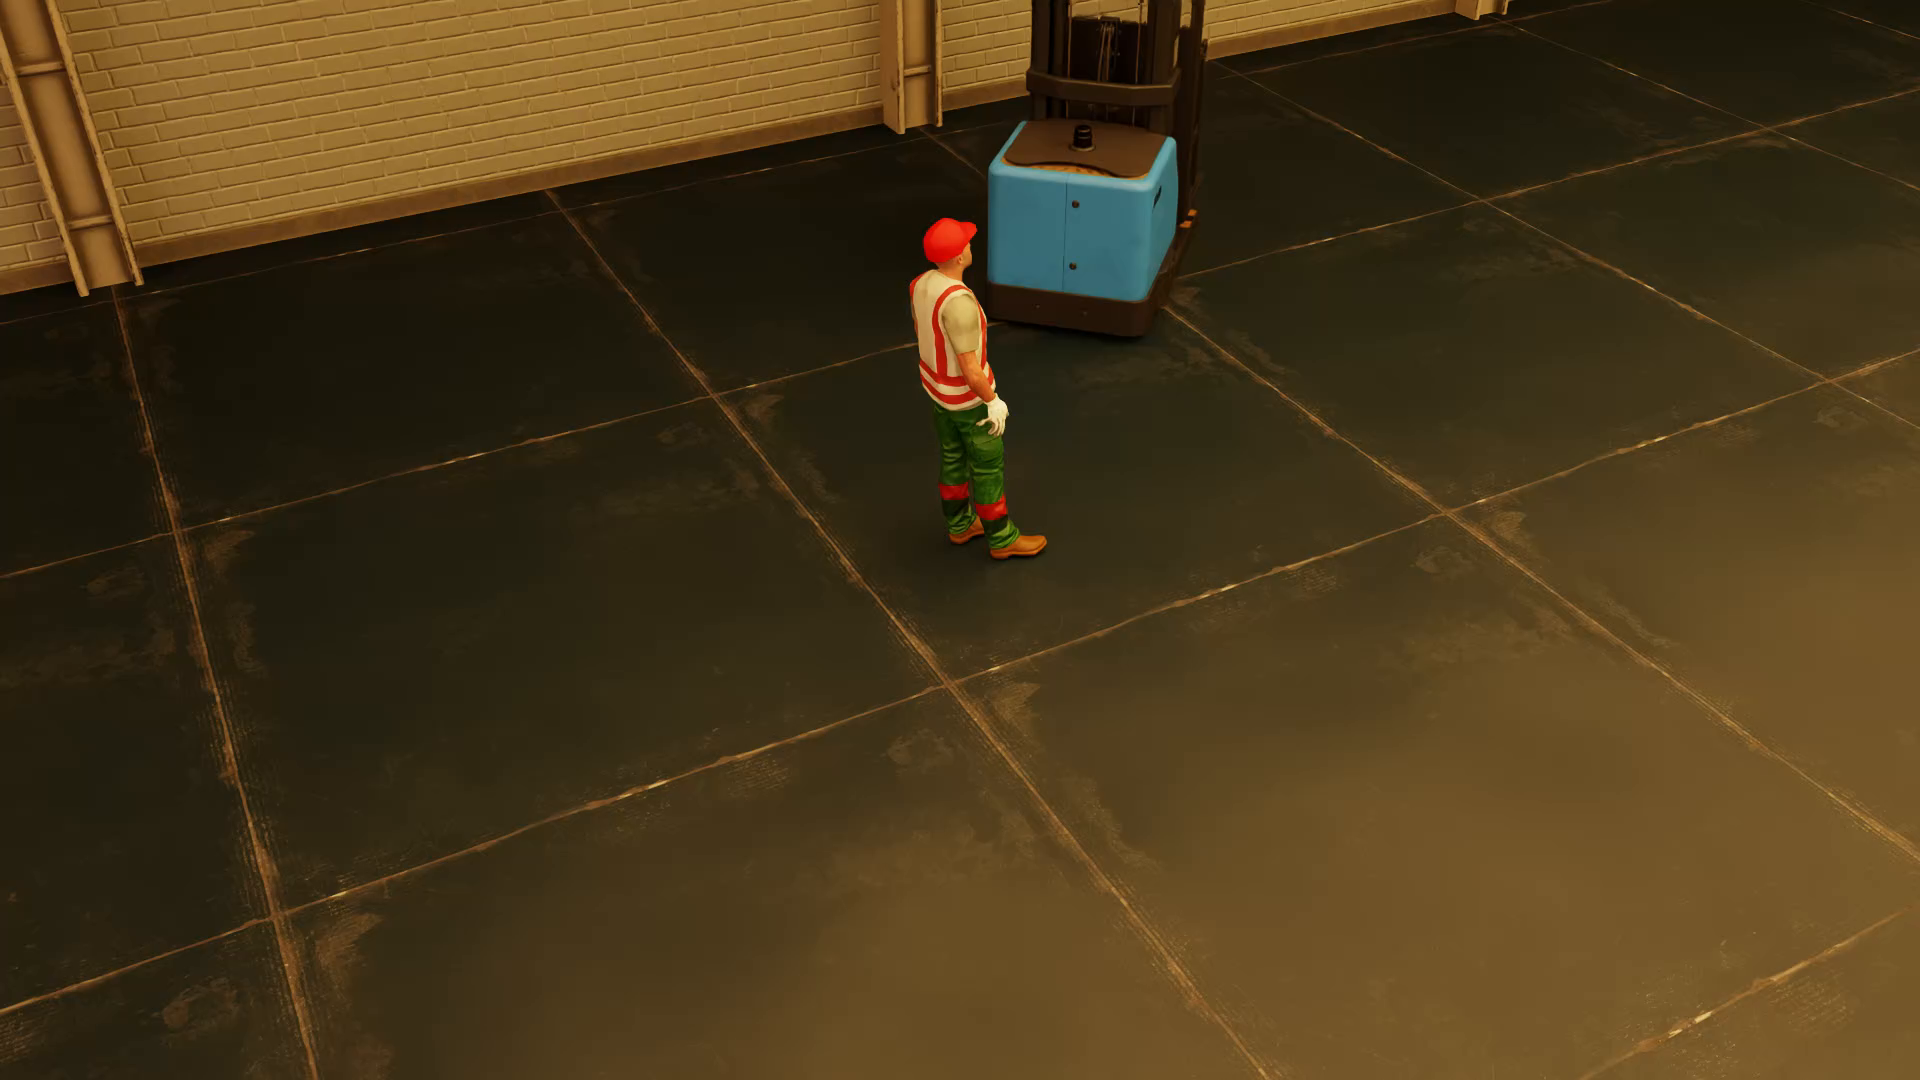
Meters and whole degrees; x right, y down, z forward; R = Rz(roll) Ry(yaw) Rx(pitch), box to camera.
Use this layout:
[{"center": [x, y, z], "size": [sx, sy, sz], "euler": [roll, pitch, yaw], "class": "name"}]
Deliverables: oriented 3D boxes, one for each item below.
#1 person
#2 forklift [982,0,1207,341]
[{"center": [0.077, -0.752, 8.163], "size": [0.564, 1.787, 0.638], "euler": [-17, 39, -23], "class": "person"}, {"center": [1.049, -3.279, 10.762], "size": [1.130, 2.935, 3.031], "euler": [10, 36, 13], "class": "forklift"}]
